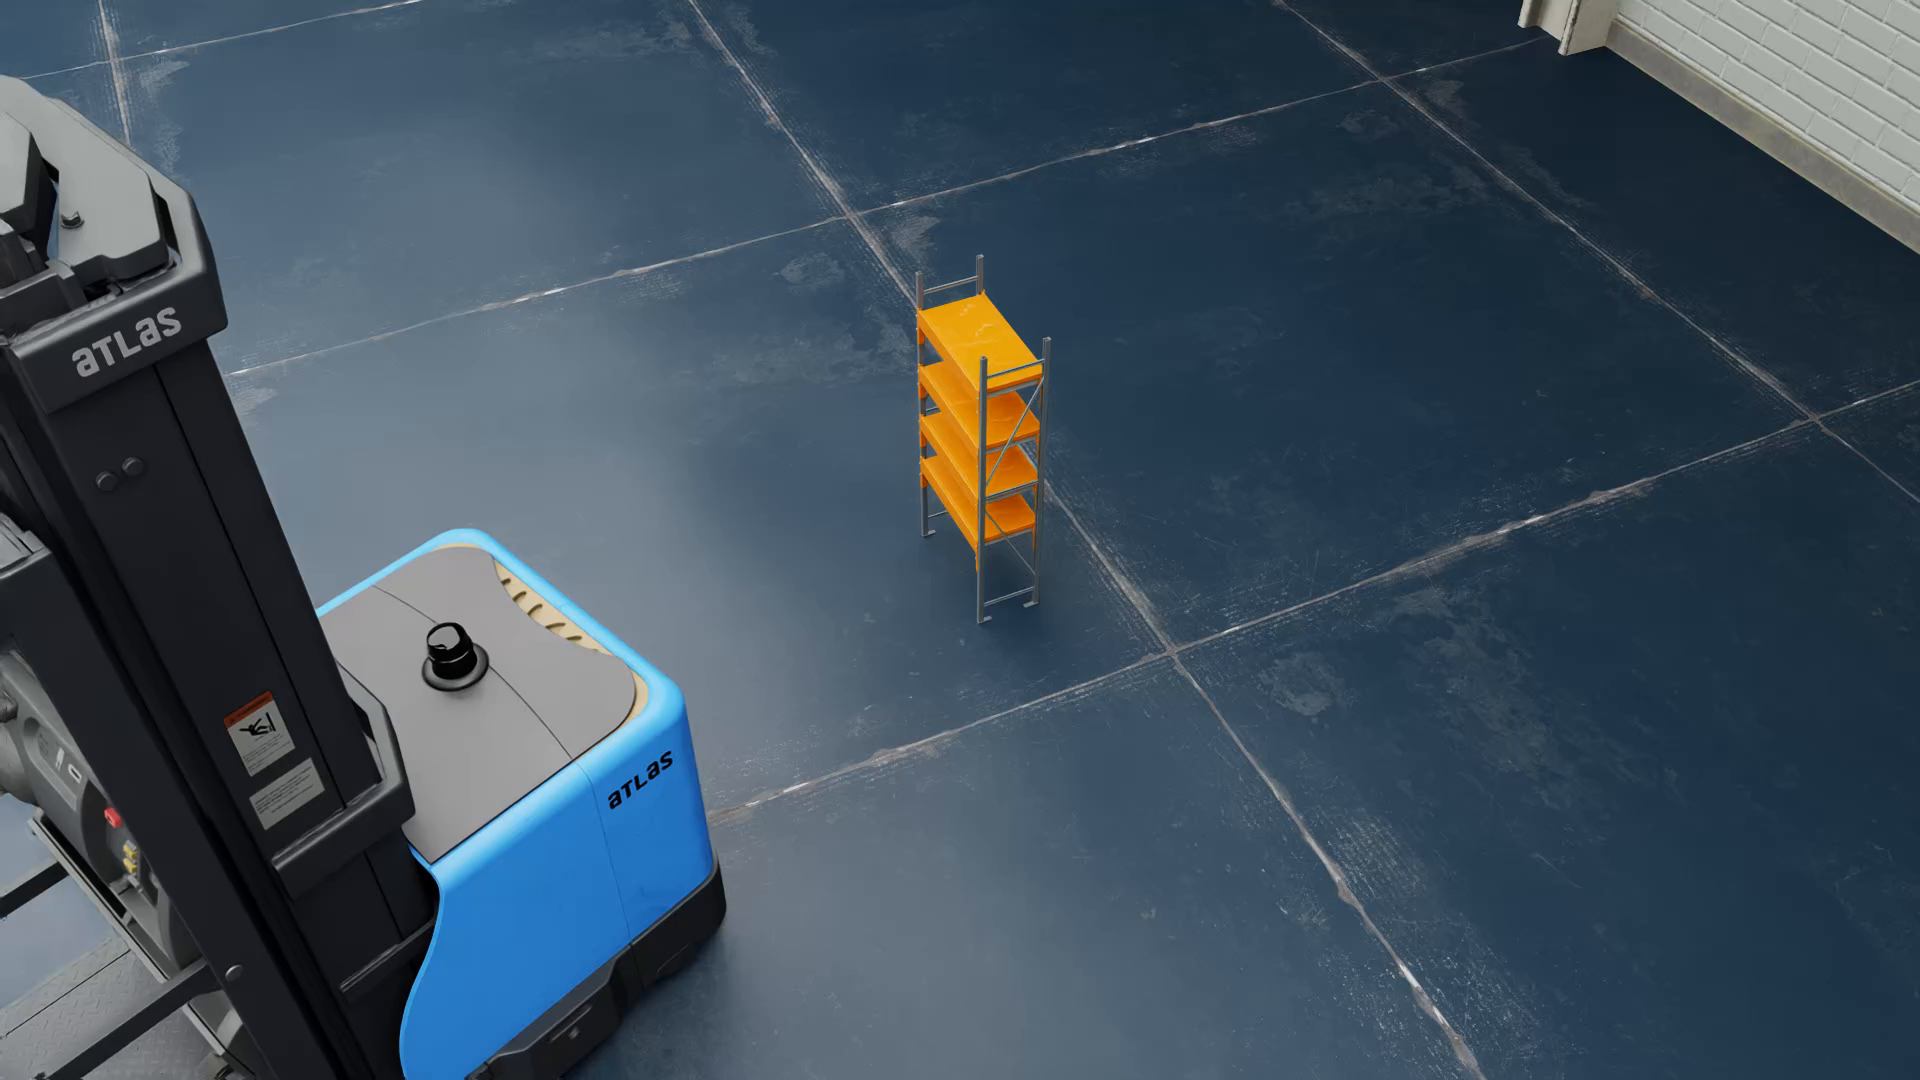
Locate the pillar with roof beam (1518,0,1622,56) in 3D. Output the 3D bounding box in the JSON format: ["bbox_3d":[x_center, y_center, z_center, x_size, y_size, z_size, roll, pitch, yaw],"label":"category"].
[{"bbox_3d":[-0.628,-4.685,4.591,9.100,9.000,0.400,-18,47,-17],"label":"pillar with roof beam"}]

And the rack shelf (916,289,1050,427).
[{"bbox_3d":[0.070,-0.601,5.446,0.258,0.148,0.480,-18,47,-17],"label":"rack shelf"}]

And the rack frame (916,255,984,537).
[{"bbox_3d":[-0.033,-0.477,5.879,0.240,1.200,0.015,-18,47,-17],"label":"rack frame"}]

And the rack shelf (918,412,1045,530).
[{"bbox_3d":[0.070,-0.274,5.769,0.258,0.148,0.480,-18,47,-17],"label":"rack shelf"}]

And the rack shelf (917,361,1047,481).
[{"bbox_3d":[0.070,-0.433,5.612,0.258,0.148,0.480,-18,47,-17],"label":"rack shelf"}]

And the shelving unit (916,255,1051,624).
[{"bbox_3d":[0.070,-0.322,5.722,0.258,1.200,0.503,-18,47,-17],"label":"shelving unit"}]

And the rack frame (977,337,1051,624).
[{"bbox_3d":[0.172,-0.166,5.564,0.240,1.200,0.015,-18,47,-17],"label":"rack frame"}]

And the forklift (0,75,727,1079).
[{"bbox_3d":[-2.074,0.650,3.504,1.130,2.935,3.031,33,53,29],"label":"forklift"}]

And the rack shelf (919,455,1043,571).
[{"bbox_3d":[0.070,-0.132,5.908,0.258,0.148,0.480,-18,47,-17],"label":"rack shelf"}]
